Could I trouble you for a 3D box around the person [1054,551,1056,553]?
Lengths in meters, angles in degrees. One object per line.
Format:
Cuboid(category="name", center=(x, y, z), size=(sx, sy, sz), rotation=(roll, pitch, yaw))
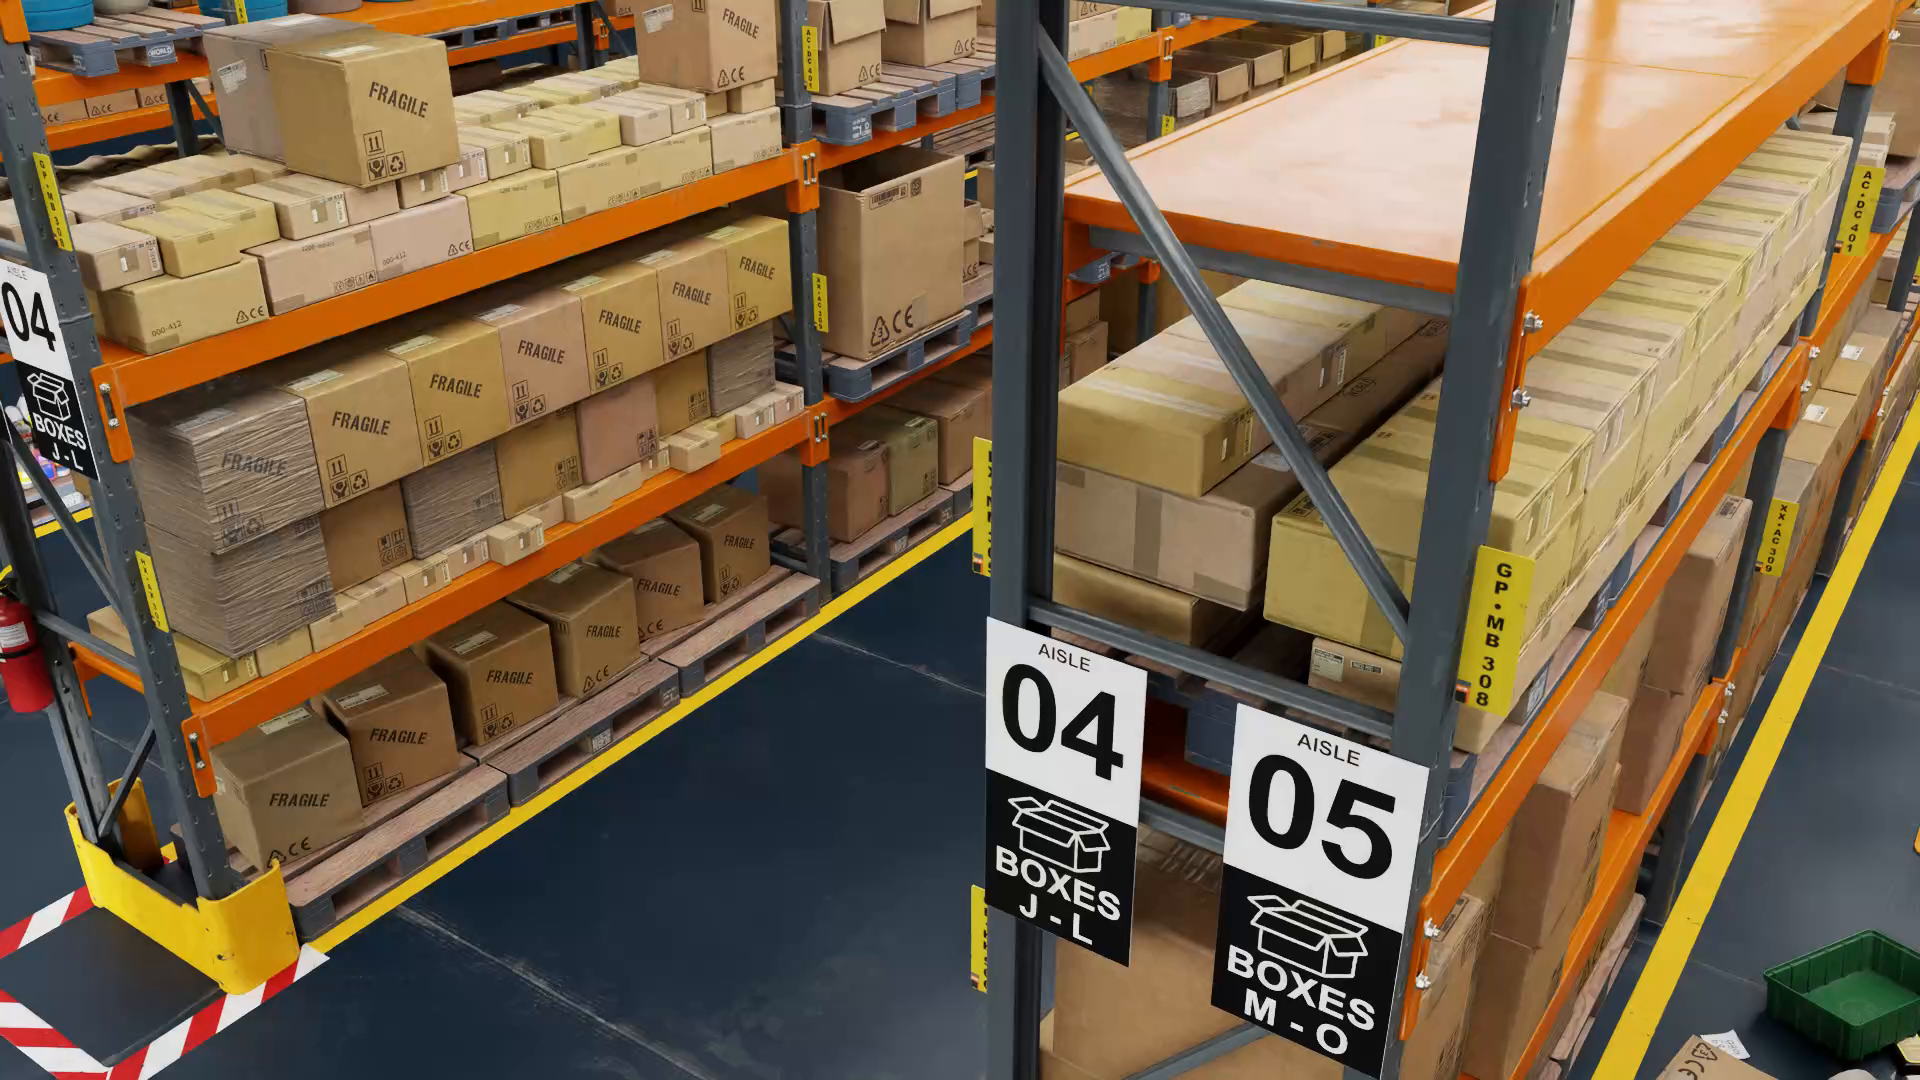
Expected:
Cuboid(category="person", center=(0.480, 0.120, 8.937), size=(0.345, 1.581, 0.460), rotation=(18, 32, 31))
